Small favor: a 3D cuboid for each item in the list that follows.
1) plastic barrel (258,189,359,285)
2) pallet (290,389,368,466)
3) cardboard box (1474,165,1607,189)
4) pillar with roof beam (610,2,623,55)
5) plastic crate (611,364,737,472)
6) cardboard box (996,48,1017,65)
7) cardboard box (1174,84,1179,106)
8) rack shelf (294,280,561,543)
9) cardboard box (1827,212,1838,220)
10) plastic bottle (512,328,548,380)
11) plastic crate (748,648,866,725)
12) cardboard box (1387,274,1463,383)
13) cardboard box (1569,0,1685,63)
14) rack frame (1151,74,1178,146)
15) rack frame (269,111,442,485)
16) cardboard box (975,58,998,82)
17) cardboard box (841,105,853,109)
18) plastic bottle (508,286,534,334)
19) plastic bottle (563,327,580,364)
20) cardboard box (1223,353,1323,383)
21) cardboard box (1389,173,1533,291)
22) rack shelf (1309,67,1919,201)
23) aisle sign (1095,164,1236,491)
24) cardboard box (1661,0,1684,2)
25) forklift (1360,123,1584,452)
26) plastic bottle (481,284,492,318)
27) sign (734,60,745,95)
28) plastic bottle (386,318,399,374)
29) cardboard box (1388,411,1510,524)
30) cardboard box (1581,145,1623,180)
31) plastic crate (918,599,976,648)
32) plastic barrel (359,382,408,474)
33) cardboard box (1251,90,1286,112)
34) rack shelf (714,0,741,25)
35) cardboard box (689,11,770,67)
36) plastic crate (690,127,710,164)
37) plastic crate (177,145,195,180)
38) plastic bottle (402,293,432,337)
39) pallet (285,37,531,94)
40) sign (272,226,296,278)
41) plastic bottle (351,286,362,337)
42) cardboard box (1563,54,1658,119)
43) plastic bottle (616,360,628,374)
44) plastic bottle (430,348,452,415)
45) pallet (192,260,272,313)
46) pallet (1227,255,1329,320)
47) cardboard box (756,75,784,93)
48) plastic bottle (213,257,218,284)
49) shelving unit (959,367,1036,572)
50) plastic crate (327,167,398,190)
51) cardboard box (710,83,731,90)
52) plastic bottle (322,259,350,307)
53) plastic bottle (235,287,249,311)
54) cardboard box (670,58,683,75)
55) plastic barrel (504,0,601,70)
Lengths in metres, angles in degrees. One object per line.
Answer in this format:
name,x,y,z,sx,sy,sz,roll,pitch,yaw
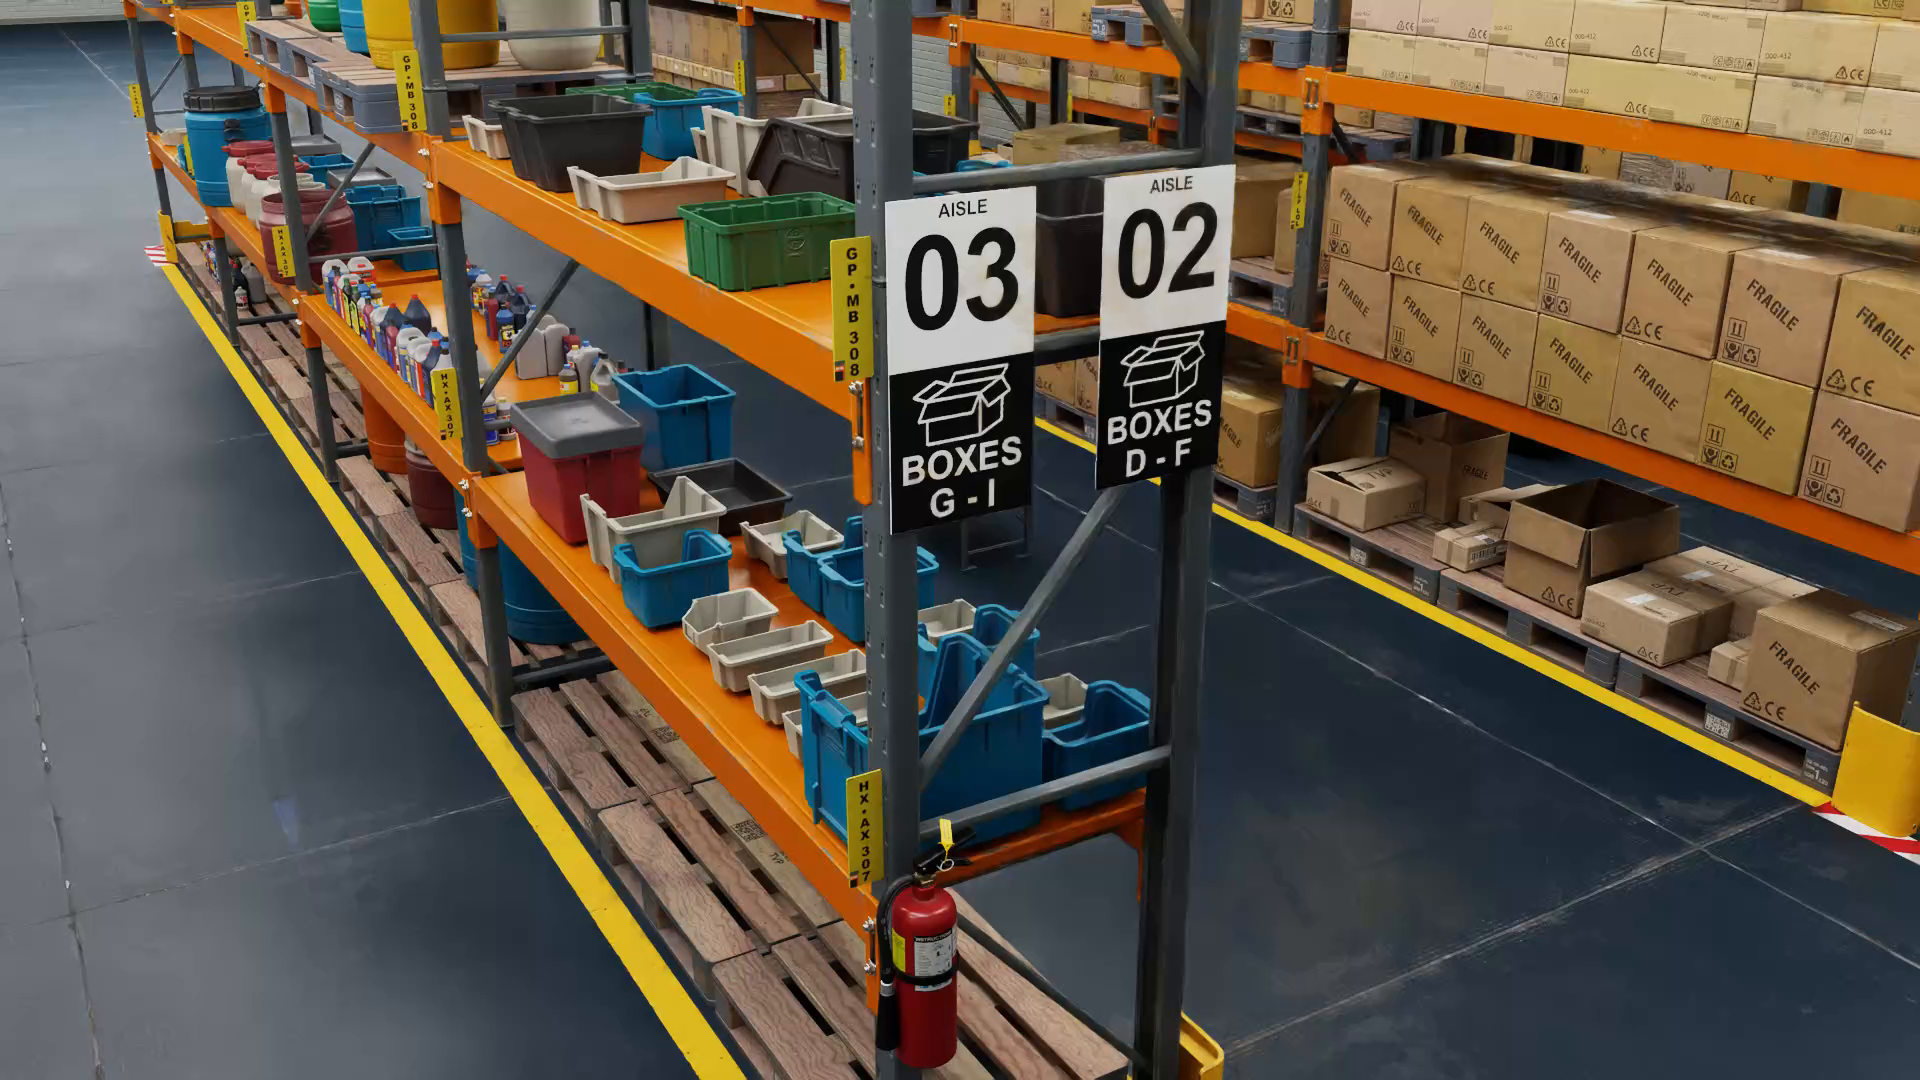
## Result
plastic barrel,-4.363,-2.035,11.155,0.600,0.536,0.708,-13,25,-28
pallet,-4.228,-0.847,12.114,1.003,0.211,1.213,-13,25,-28
cardboard box,3.183,-1.767,9.215,0.500,0.500,0.500,-13,26,-29
pillar with roof beam,-11.230,-14.093,33.034,9.100,9.000,0.400,-13,25,-28
plastic crate,-1.291,-0.520,7.550,0.392,0.384,0.575,-13,25,-28
cardboard box,0.794,-6.289,20.976,0.500,0.500,0.500,-13,25,-28
cardboard box,2.552,-5.214,19.328,0.500,0.250,0.500,-12,25,-28
rack shelf,-2.844,-0.900,9.497,1.077,0.370,4.000,-13,25,-28
cardboard box,6.694,-2.531,12.861,0.380,0.149,0.250,-14,26,-30
plastic bottle,-2.335,-1.022,9.006,0.152,0.276,0.135,-13,25,-28
plastic crate,-0.487,0.478,5.422,0.396,0.136,0.243,-13,25,-28
cardboard box,2.728,-1.201,9.149,0.500,0.500,0.500,-12,25,-27
cardboard box,3.231,-2.396,7.775,0.500,0.250,0.500,-13,25,-28
rack frame,2.608,-5.081,18.828,1.000,3.000,0.127,-13,25,-28
rack frame,-3.866,-1.880,10.954,1.000,3.000,0.127,-13,25,-28
cardboard box,0.541,-6.096,21.499,0.500,0.250,0.500,-13,26,-30
cardboard box,-1.001,-3.751,15.423,0.500,0.500,0.500,-11,24,-24
plastic bottle,-2.500,-1.276,9.533,0.144,0.351,0.185,-13,25,-28
plastic bottle,-2.097,-1.020,8.992,0.061,0.283,0.133,-13,25,-28
cardboard box,2.118,-0.957,11.417,0.500,0.500,0.500,-12,25,-27
cardboard box,2.701,-1.673,8.983,0.500,0.500,0.500,-13,26,-30
rack shelf,3.460,-1.946,8.087,1.077,0.370,4.000,-13,25,-28
aisle sign,0.513,-0.529,4.176,0.394,0.787,0.004,-13,25,-28
cardboard box,3.500,-2.804,7.781,0.700,0.500,0.500,-13,25,-28
forklift,3.786,-2.486,12.536,1.130,2.935,3.031,-12,25,-27
plastic bottle,-2.882,-1.466,10.199,0.097,0.201,0.097,0,22,0
sign,-2.125,-4.457,16.039,0.100,0.325,0.005,-13,25,-28
plastic bottle,-3.090,-1.063,9.098,0.061,0.283,0.133,-13,25,-28
cardboard box,2.973,-0.453,10.178,0.500,0.500,0.500,-13,25,-28
cardboard box,5.464,-3.274,13.827,0.500,0.500,0.500,-12,25,-27
plastic crate,-0.061,0.321,5.808,0.250,0.136,0.298,-13,25,-28
plastic barrel,-3.601,-0.914,10.902,0.600,0.830,0.708,-13,25,-28
cardboard box,3.481,-4.770,17.347,0.700,0.500,0.500,-9,24,-21
rack shelf,-2.670,-5.830,17.644,1.077,0.370,4.000,-13,25,-28
cardboard box,-2.395,-5.242,17.369,0.700,0.500,0.500,-13,25,-28
plastic crate,-0.845,-1.514,6.420,0.293,0.136,0.466,-13,25,-28
plastic crate,-6.708,-3.412,14.921,0.499,0.251,0.616,-13,25,-28
plastic bottle,-3.074,-1.227,9.411,0.144,0.351,0.185,-13,25,-28
pallet,-2.889,-2.489,8.719,1.003,0.211,1.213,-13,25,-28
sign,-4.335,-1.848,10.657,0.100,0.325,0.005,-13,25,-28
plastic bottle,-3.539,-1.347,9.798,0.061,0.283,0.133,-13,25,-28
cardboard box,3.238,-2.166,7.873,0.500,0.250,0.500,-13,25,-28
plastic bottle,-1.711,-0.775,8.390,0.061,0.283,0.133,-13,25,-28
plastic bottle,-2.573,-0.797,8.355,0.144,0.351,0.185,-13,25,-28
pallet,-6.843,-2.504,16.192,1.003,0.211,1.213,-13,25,-28
pallet,2.124,-1.728,10.834,1.003,0.211,1.213,-13,25,-28
cardboard box,-1.972,-4.520,16.455,0.380,0.149,0.250,-13,25,-28
plastic bottle,-6.964,-2.554,15.651,0.097,0.271,0.097,0,22,0
shelving unit,-0.044,-0.722,10.097,0.538,1.500,1.048,-13,25,-28
plastic crate,-4.428,-2.492,12.374,0.402,0.464,0.583,-13,25,-28
cardboard box,-2.156,-4.485,17.229,0.700,0.500,0.500,-13,25,-29
plastic bottle,-3.922,-1.621,10.480,0.152,0.276,0.135,-13,25,-28
plastic bottle,-6.362,-2.140,14.725,0.097,0.201,0.097,0,22,0
cardboard box,-2.892,-5.102,17.886,0.380,0.149,0.250,-12,25,-28
plastic barrel,-1.876,-2.451,7.637,0.433,0.535,0.433,0,22,0
